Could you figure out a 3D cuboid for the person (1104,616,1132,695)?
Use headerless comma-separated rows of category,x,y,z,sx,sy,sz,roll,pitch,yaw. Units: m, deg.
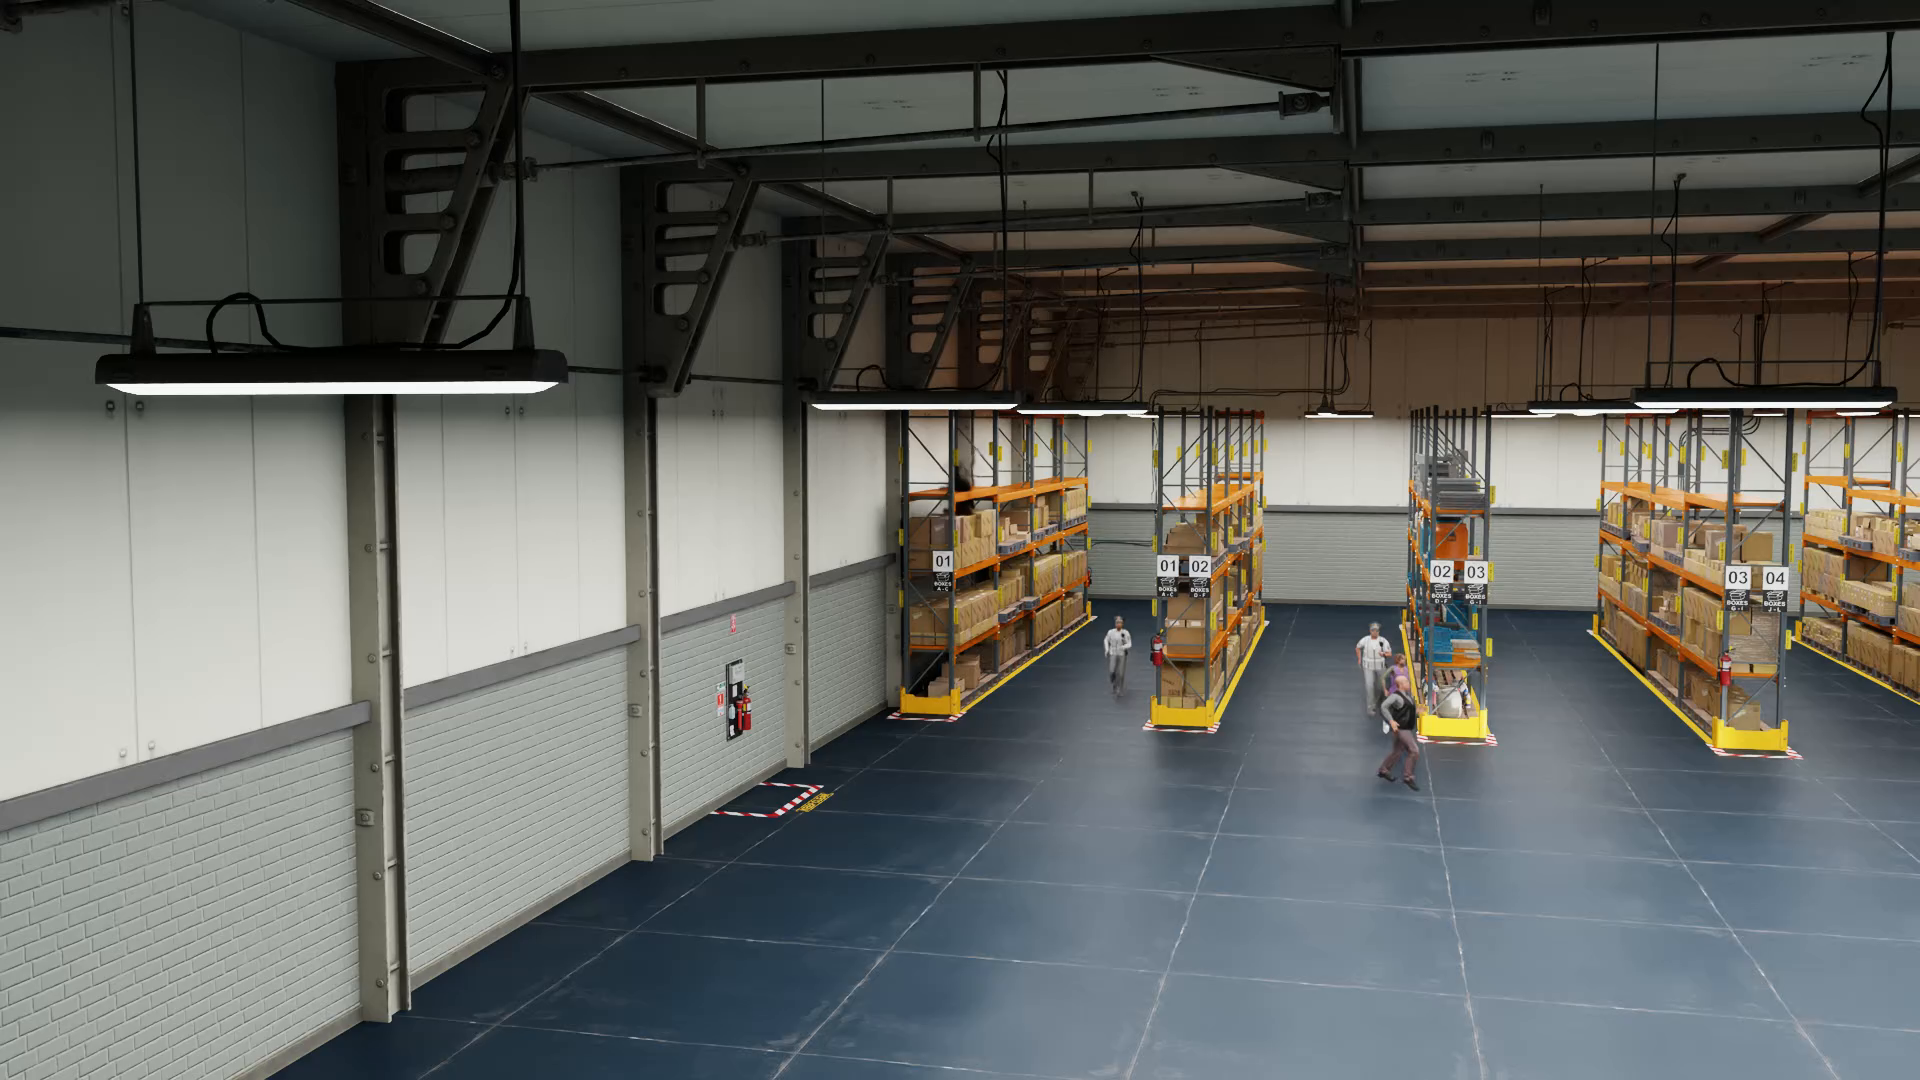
person,3.267,2.402,34.500,0.593,1.660,0.616,1,4,10

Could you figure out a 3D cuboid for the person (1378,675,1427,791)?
person,6.898,3.002,25.959,0.767,1.782,0.625,2,5,28

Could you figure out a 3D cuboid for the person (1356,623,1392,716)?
person,8.076,2.487,32.435,0.662,1.768,0.989,0,4,7

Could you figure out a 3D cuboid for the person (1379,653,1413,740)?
person,7.852,2.819,29.828,0.590,1.571,0.627,-1,4,-18
